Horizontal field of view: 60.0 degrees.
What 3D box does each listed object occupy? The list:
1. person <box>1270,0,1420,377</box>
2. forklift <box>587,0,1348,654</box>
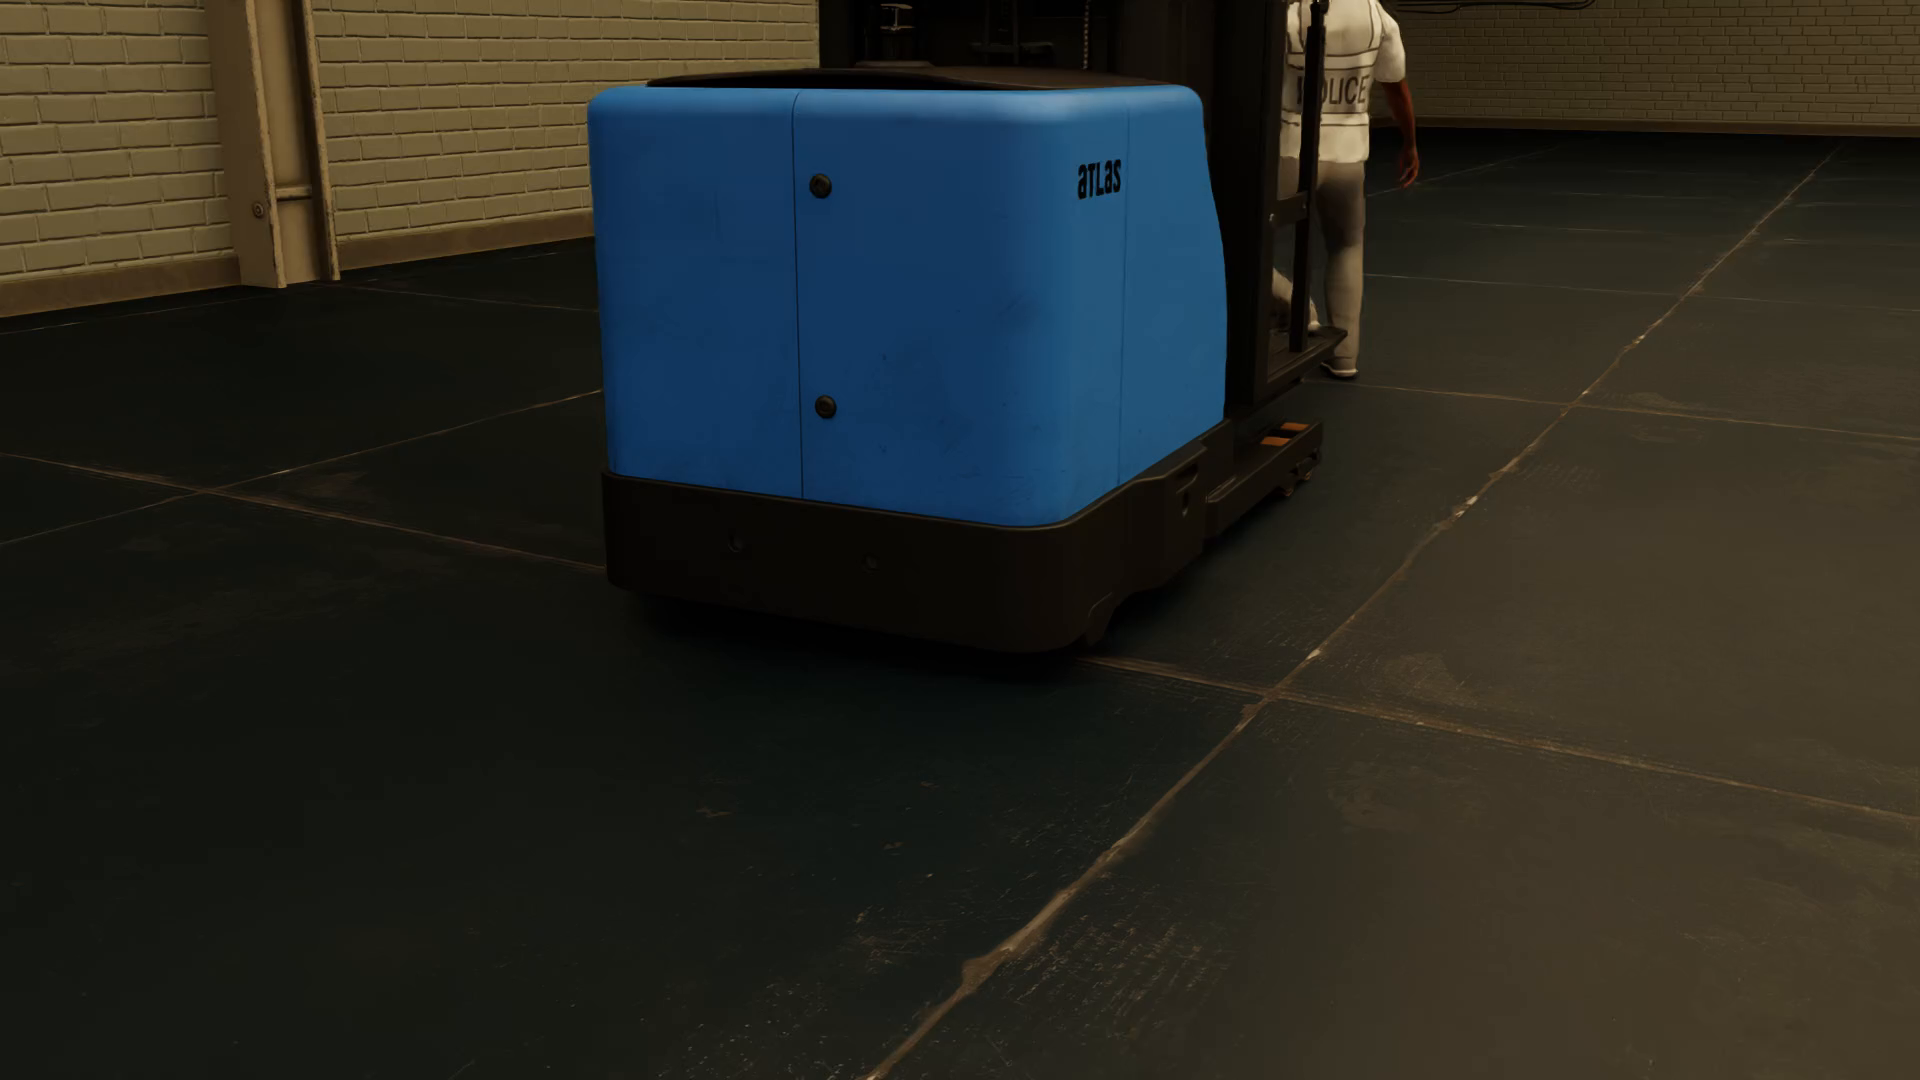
[{"bbox_3d":[1.244,-1.327,5.795,0.792,1.541,0.801,-6,18,-21],"label":"person"},{"bbox_3d":[0.356,-1.566,4.168,1.130,2.935,3.031,8,18,25],"label":"forklift"}]
